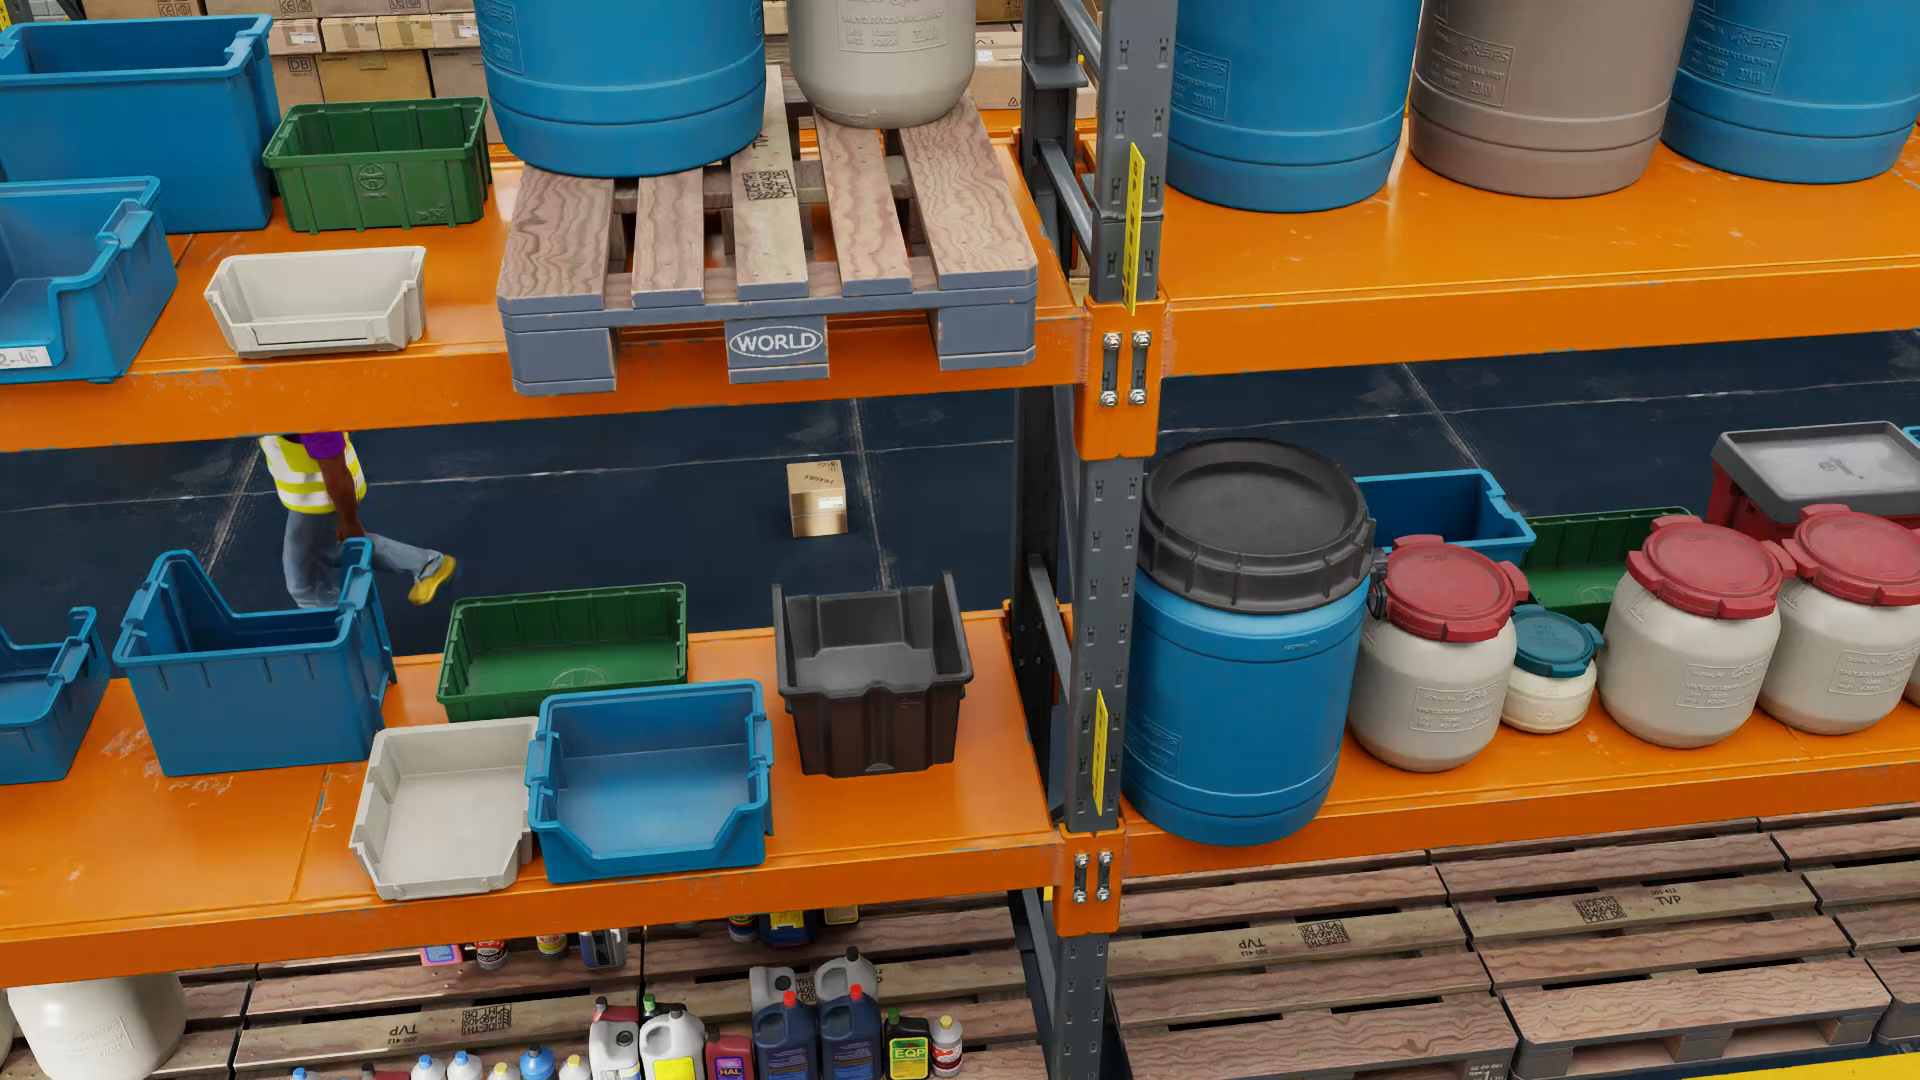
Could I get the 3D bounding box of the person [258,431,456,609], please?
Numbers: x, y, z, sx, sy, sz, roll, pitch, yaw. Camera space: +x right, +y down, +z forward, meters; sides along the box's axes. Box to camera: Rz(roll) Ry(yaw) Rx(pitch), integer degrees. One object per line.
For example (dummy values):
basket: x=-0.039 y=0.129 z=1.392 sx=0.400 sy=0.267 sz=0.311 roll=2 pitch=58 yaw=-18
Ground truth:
person: x=-2.402 y=-0.217 z=6.407 sx=0.774 sy=1.750 sz=0.600 roll=-15 pitch=37 yaw=-21
